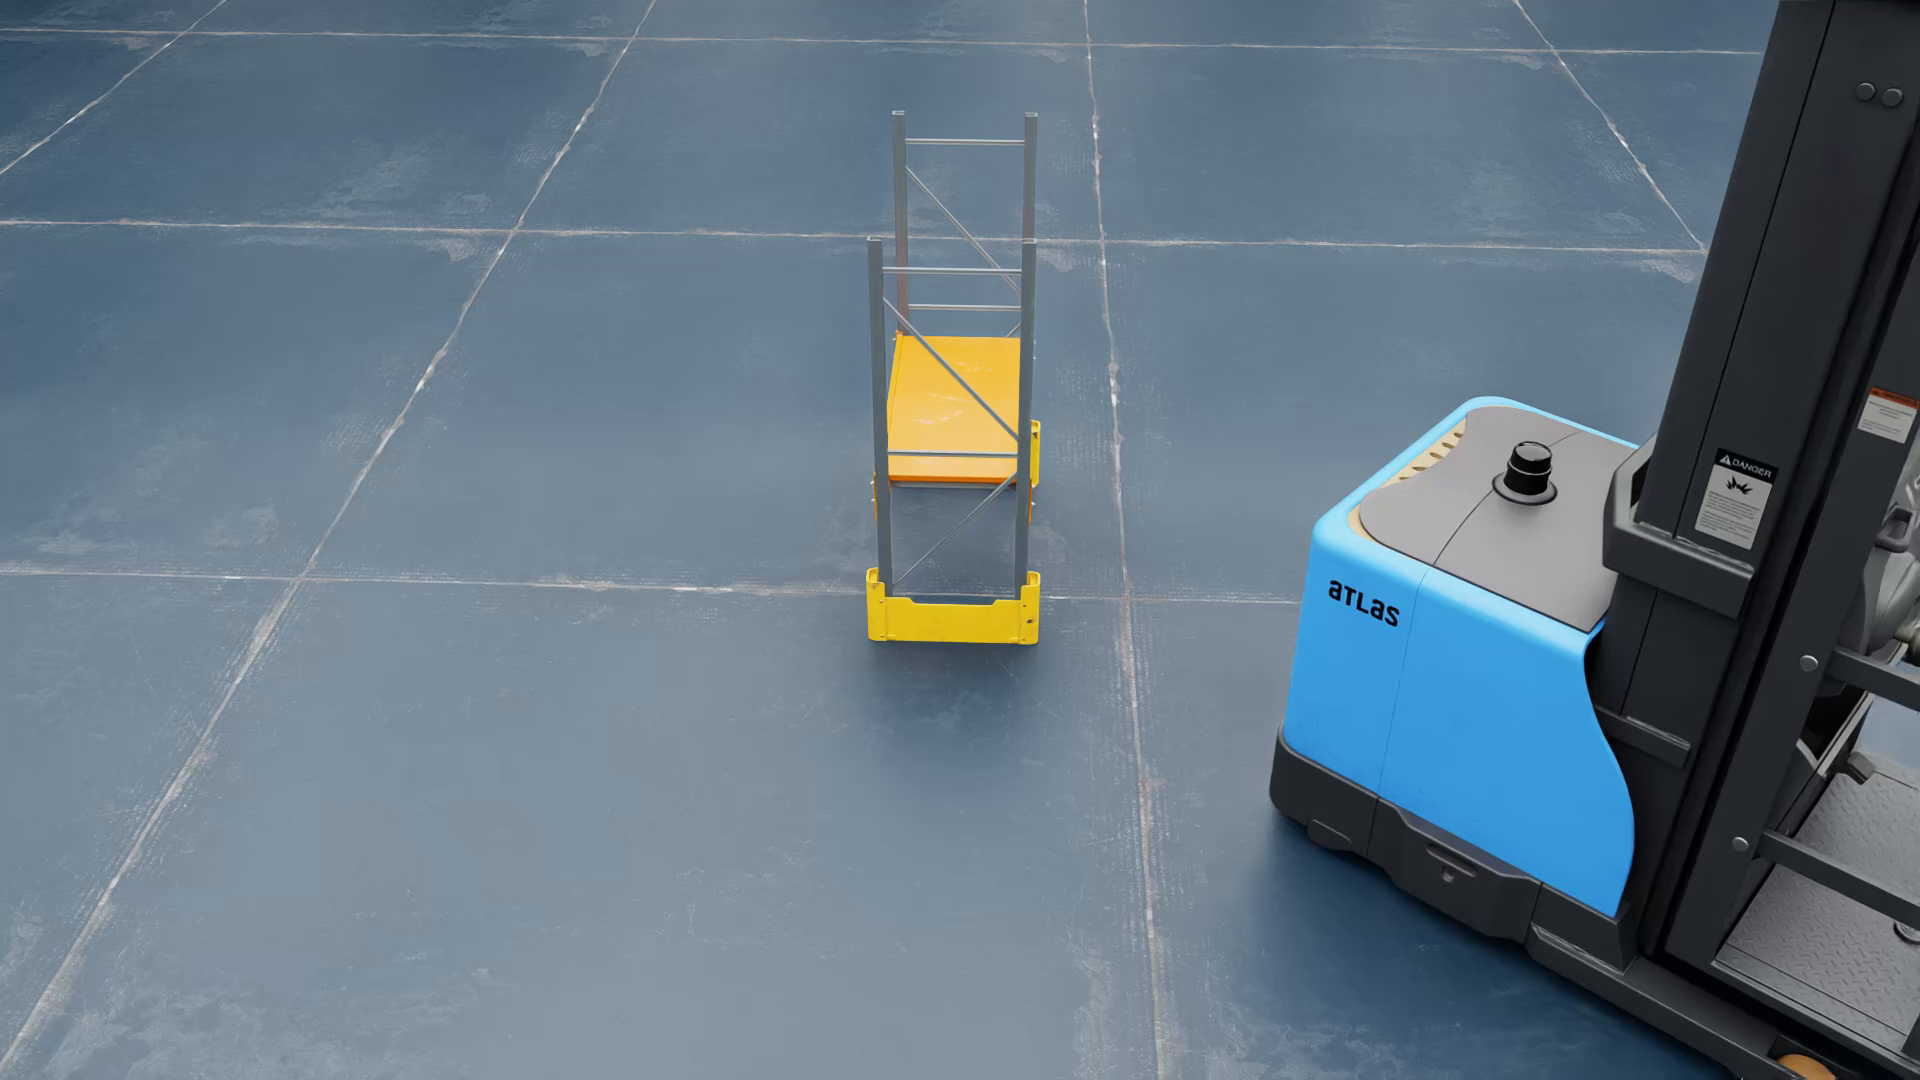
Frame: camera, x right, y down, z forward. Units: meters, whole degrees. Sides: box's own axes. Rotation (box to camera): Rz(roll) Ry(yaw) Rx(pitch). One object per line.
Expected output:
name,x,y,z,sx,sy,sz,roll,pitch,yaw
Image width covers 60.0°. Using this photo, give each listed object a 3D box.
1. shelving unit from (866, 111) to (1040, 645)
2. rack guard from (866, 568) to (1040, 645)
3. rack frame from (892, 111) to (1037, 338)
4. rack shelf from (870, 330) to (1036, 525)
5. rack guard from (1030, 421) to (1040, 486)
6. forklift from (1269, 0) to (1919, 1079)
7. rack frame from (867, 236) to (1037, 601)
shelving unit,-0.003,-0.570,5.756,0.587,1.500,1.083,1,35,2
rack guard,-0.023,0.228,5.709,0.587,0.250,0.087,1,35,2
rack frame,0.017,-0.857,6.165,0.500,1.500,0.032,1,35,2
rack shelf,-0.003,-0.417,5.852,0.538,0.185,1.000,1,35,2
rack guard,0.017,-0.345,6.523,0.587,0.250,0.087,1,35,2
forklift,2.372,-0.010,3.715,3.031,2.935,1.130,27,43,33
rack frame,-0.024,-0.273,5.333,0.500,1.500,0.032,1,35,2
